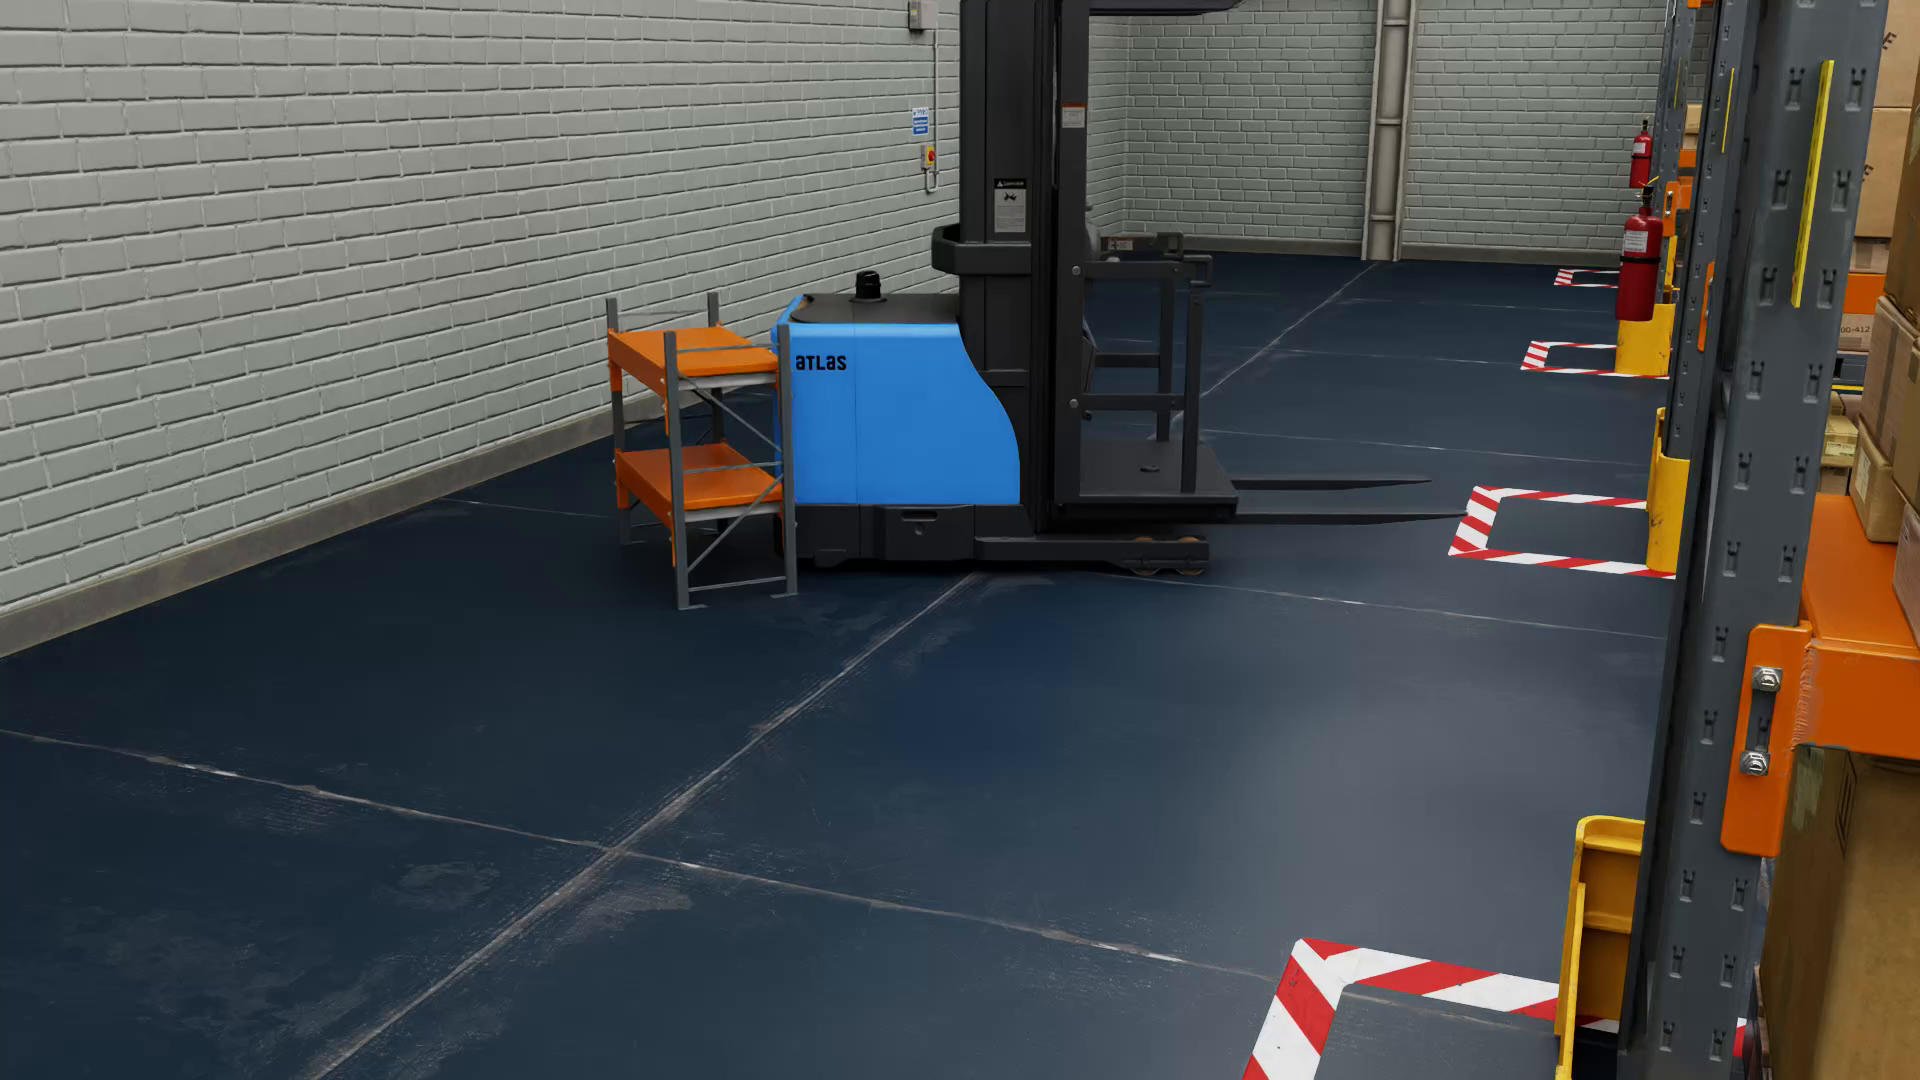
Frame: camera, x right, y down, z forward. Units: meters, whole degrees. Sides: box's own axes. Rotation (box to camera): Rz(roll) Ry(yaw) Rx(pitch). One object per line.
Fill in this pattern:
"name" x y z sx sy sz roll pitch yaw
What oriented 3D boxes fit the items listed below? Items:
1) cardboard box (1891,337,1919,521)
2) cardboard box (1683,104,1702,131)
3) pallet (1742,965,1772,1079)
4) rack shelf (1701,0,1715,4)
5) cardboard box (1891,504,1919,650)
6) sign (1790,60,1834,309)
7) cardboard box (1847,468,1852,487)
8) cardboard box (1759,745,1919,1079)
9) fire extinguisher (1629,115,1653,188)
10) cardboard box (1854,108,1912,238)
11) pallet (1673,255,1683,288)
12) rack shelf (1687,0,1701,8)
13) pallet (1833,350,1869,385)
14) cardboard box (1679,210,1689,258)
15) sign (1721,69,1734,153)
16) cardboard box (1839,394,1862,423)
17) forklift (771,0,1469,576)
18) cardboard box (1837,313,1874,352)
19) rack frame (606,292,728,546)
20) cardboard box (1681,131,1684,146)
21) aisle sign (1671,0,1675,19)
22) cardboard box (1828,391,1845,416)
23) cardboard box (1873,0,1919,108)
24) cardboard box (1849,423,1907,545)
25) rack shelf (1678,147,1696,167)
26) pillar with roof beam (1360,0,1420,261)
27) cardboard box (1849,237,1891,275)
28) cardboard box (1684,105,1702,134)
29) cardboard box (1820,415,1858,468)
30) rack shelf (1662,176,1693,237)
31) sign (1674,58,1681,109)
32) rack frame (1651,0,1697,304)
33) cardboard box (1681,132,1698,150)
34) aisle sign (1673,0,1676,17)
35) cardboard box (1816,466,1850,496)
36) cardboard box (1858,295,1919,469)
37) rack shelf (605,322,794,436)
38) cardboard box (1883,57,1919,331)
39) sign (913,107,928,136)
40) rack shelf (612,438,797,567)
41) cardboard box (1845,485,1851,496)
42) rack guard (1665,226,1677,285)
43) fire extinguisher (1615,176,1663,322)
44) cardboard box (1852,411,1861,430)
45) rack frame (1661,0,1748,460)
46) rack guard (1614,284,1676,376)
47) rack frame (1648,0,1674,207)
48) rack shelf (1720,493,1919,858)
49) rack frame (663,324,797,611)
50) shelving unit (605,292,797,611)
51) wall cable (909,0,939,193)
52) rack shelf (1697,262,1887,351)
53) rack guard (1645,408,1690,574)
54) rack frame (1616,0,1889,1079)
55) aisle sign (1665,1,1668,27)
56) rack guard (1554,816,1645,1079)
"cardboard box" 1.716 -0.125 2.461 0.500 0.250 0.500 6 17 19
"cardboard box" 7.348 -4.124 16.235 0.500 0.250 0.500 7 18 22
"pallet" 2.141 1.227 3.069 1.213 0.211 1.003 6 17 21
"rack shelf" 8.683 -4.922 15.158 4.000 0.370 1.077 6 17 21
"cardboard box" 1.578 0.069 2.507 0.250 0.149 0.380 6 17 21
"sign" 1.160 -0.484 2.266 0.005 0.325 0.100 6 17 21
"cardboard box" 3.910 -0.262 7.024 0.250 0.149 0.380 6 17 20
"cardboard box" 1.994 0.690 2.975 0.875 0.875 0.875 6 17 21
"fire extinguisher" 6.516 -3.711 15.883 0.183 0.674 0.296 6 17 21
"cardboard box" 3.599 -1.523 6.827 0.500 0.500 0.500 7 18 23
"pallet" 7.636 -2.603 16.263 1.213 0.211 1.003 6 17 21
"rack shelf" 6.866 -3.634 10.722 4.000 0.370 1.077 6 17 21
"pallet" 5.778 -1.343 11.922 1.213 0.211 1.003 6 17 21
"cardboard box" 7.357 -2.947 16.170 0.637 0.503 0.797 6 17 18
"sign" 3.084 -1.725 6.682 0.005 0.325 0.100 6 17 21
"cardboard box" 4.081 -0.539 7.443 0.250 0.149 0.380 7 17 22
"forklift" 0.711 -1.402 7.245 3.031 2.935 1.130 0 16 0
"cardboard box" 6.510 -1.582 11.586 0.875 0.438 0.875 7 18 22
"rack frame" -1.321 -0.546 7.536 0.500 1.125 0.032 -7 18 -23
"cardboard box" 7.230 -3.947 16.339 0.250 0.149 0.380 6 17 20
"aisle sign" 5.052 -4.080 11.685 0.004 0.787 0.394 6 17 21
"cardboard box" 3.868 -0.580 7.583 0.250 0.149 0.380 6 17 21
"cardboard box" 3.603 -2.006 6.697 0.500 0.500 0.500 6 17 20
"cardboard box" 1.821 -0.102 3.096 0.250 0.149 0.380 7 17 22
"rack shelf" 8.683 -3.482 15.576 4.000 0.370 1.077 6 17 21
"pillar with roof beam" 3.066 -6.306 13.254 0.400 9.000 9.100 6 17 21
"cardboard box" 3.716 -1.196 6.863 0.250 0.149 0.380 7 18 23
"cardboard box" 7.146 -3.986 15.760 0.500 0.250 0.500 6 17 21
"cardboard box" 3.646 -0.426 7.055 0.250 0.149 0.380 5 17 18
"rack shelf" 6.866 -2.194 11.141 4.000 0.370 1.077 6 17 21
"sign" 4.796 -3.054 11.120 0.005 0.325 0.100 6 17 21
"rack frame" 5.005 -2.744 11.745 0.127 3.000 1.000 6 17 21
"cardboard box" 7.028 -3.806 15.855 0.250 0.149 0.380 6 17 20
"aisle sign" 4.832 -3.925 11.149 0.004 0.787 0.394 6 17 21
"cardboard box" 3.676 -0.305 7.171 0.250 0.149 0.380 7 18 23
"cardboard box" 1.917 -0.264 2.938 0.500 0.250 0.500 6 17 20
"rack shelf" -1.115 -0.697 7.008 0.538 0.278 1.000 -7 18 -23
"cardboard box" 1.919 -0.623 2.830 0.500 0.500 0.500 7 17 21
"sign" -0.324 -3.438 13.652 0.001 0.218 0.327 6 17 21
"rack shelf" -1.114 -0.181 7.157 0.538 0.278 1.000 -7 18 -23
"cardboard box" 3.926 -0.140 7.137 0.250 0.149 0.380 6 17 20
"rack guard" 6.894 -2.823 16.503 0.348 0.500 1.175 6 17 21
"fire extinguisher" 3.218 -1.379 7.851 0.183 0.674 0.296 6 17 21
"cardboard box" 3.946 -0.429 7.065 0.250 0.149 0.380 7 17 22
"rack frame" 3.283 -1.450 7.287 0.127 3.000 1.000 6 17 21
"rack guard" 4.983 -1.546 12.102 0.348 0.500 1.175 6 17 21
"rack frame" 6.823 -4.032 16.181 0.127 3.000 1.000 6 17 21
"rack shelf" 3.229 0.376 2.287 4.000 0.370 1.077 6 17 21
"rack frame" -0.908 -0.287 6.643 0.500 1.125 0.032 -7 18 -23
"shelving unit" -1.114 -0.416 7.089 0.538 1.125 1.048 -7 18 -23
"wall cable" -0.249 -3.818 13.565 0.123 1.953 0.585 6 17 21
"rack shelf" 5.143 -0.900 6.683 4.000 0.370 1.077 6 17 21
"rack guard" 3.354 -0.242 7.609 0.348 0.500 1.175 6 17 21
"rack frame" 1.369 -0.174 2.892 0.127 3.000 1.000 6 17 21
"aisle sign" 6.652 -5.211 15.580 0.004 0.787 0.394 6 17 21
"rack guard" 1.347 1.024 3.249 0.348 0.500 1.175 6 17 21
